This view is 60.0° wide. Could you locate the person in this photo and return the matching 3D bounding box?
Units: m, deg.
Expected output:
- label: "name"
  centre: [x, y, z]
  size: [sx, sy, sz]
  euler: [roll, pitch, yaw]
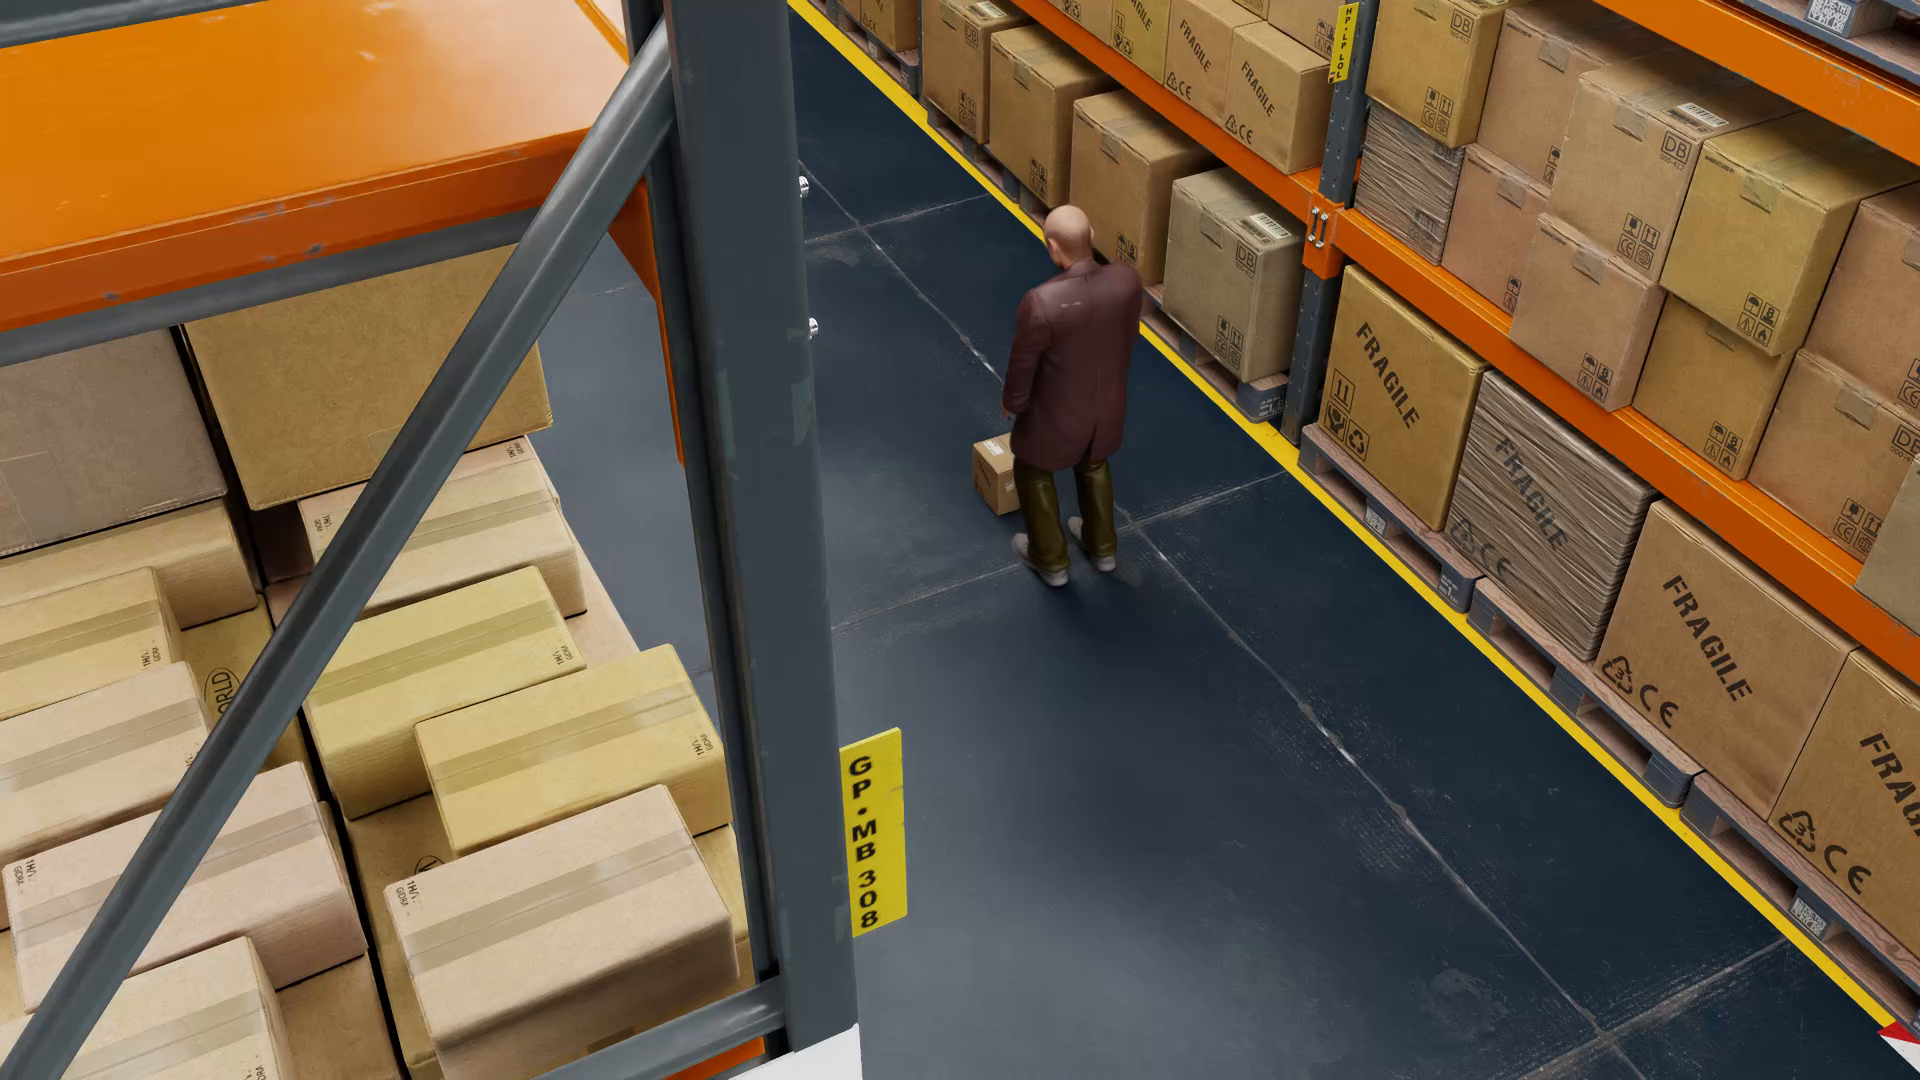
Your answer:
- label: "person"
  centre: [0.445, -0.568, 6.869]
  size: [0.583, 1.739, 0.403]
  euler: [-18, 44, -19]
